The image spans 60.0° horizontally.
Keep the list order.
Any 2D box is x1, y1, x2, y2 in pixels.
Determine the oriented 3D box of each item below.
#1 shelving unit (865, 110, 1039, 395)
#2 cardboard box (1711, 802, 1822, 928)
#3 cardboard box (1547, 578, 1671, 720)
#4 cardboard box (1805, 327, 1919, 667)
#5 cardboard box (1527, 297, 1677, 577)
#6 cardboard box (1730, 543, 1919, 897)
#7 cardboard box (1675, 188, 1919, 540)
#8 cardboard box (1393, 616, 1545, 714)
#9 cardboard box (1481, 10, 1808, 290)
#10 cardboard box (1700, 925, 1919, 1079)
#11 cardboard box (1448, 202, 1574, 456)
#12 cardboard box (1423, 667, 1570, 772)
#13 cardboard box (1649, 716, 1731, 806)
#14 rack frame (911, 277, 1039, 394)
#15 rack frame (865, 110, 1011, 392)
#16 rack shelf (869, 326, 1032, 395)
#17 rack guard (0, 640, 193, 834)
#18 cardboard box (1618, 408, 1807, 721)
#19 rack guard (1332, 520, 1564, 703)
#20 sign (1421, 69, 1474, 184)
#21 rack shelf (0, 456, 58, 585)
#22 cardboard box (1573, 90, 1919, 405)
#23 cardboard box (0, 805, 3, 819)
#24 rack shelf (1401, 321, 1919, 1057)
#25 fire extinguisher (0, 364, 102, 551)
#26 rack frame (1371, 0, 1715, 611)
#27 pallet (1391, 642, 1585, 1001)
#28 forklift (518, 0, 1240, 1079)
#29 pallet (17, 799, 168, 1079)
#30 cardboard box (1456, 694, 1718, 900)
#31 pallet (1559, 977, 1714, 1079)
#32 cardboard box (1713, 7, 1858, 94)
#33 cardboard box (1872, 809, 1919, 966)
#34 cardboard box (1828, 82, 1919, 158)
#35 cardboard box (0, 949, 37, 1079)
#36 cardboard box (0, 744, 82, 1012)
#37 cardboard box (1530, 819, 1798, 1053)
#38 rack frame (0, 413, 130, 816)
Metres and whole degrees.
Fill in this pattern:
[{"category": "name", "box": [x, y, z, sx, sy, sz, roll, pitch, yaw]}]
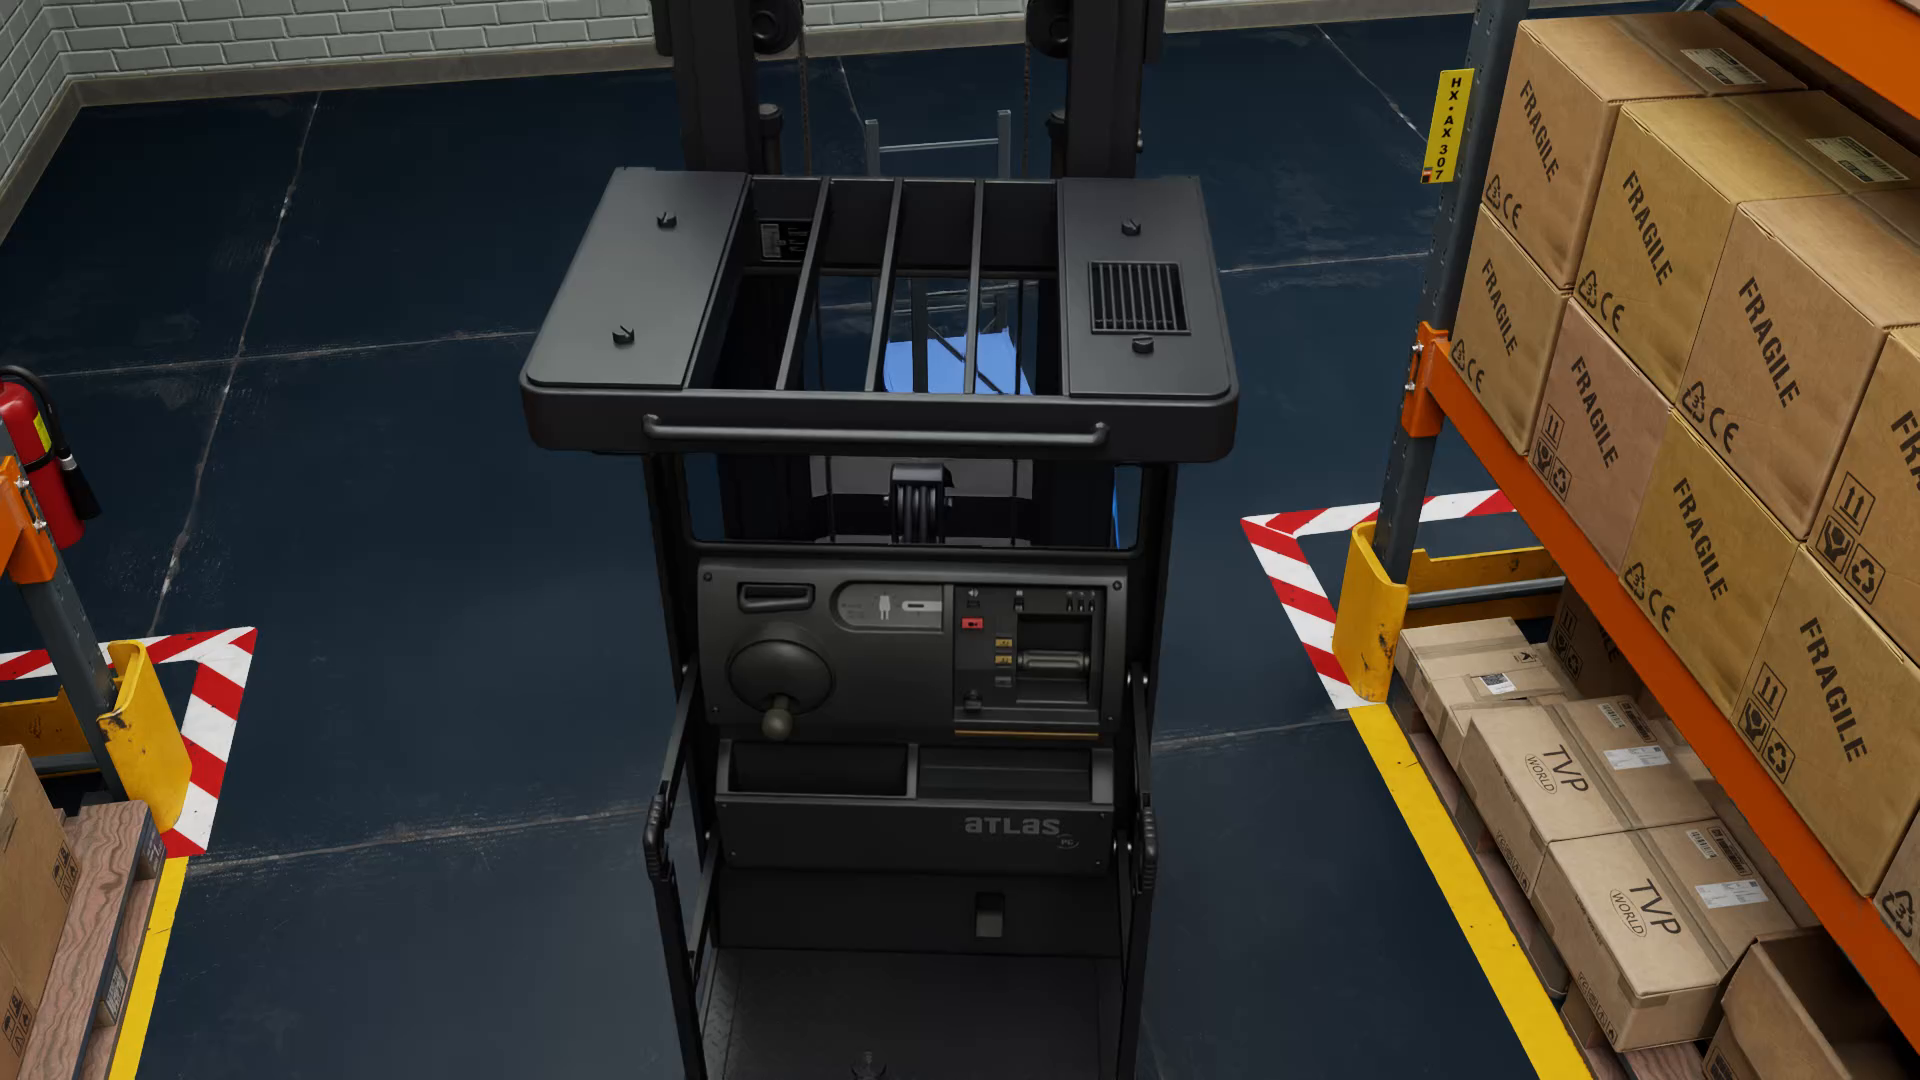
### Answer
[{"category": "shelving unit", "box": [0.015, -0.541, 5.724, 0.538, 1.500, 1.048, -6, 38, -8]}, {"category": "cardboard box", "box": [2.346, 0.944, 4.473, 0.500, 0.250, 0.500, -6, 38, -8]}, {"category": "cardboard box", "box": [2.209, 0.268, 5.139, 0.500, 0.500, 0.500, -6, 38, -8]}, {"category": "cardboard box", "box": [1.962, -0.061, 2.987, 0.500, 0.500, 0.500, -7, 38, -8]}, {"category": "cardboard box", "box": [1.785, -0.279, 4.083, 0.500, 0.500, 0.500, -7, 38, -8]}, {"category": "cardboard box", "box": [1.956, 0.326, 3.304, 0.500, 0.500, 0.500, -6, 38, -7]}, {"category": "cardboard box", "box": [1.872, -0.368, 3.382, 0.500, 0.500, 0.500, -6, 38, -7]}, {"category": "cardboard box", "box": [1.606, 0.395, 5.262, 0.380, 0.149, 0.250, -6, 38, -8]}, {"category": "cardboard box", "box": [1.690, -0.985, 4.177, 0.500, 0.500, 0.500, -5, 38, -7]}, {"category": "cardboard box", "box": [2.238, 1.247, 3.877, 0.797, 0.503, 0.637, -6, 38, -8]}, {"category": "cardboard box", "box": [1.690, -0.590, 4.483, 0.500, 0.500, 0.500, -5, 38, -7]}, {"category": "cardboard box", "box": [1.650, 0.539, 5.062, 0.380, 0.166, 0.250, -6, 38, -8]}, {"category": "cardboard box", "box": [2.192, 0.654, 4.914, 0.380, 0.166, 0.250, -6, 38, -8]}, {"category": "rack frame", "box": [0.104, -0.234, 5.328, 0.500, 1.500, 0.032, -6, 38, -8]}, {"category": "rack frame", "box": [-0.074, -0.848, 6.119, 0.500, 1.500, 0.032, -6, 38, -8]}, {"category": "rack shelf", "box": [0.015, -0.399, 5.834, 0.538, 0.185, 1.000, -6, 38, -8]}, {"category": "rack guard", "box": [-3.009, 0.660, 4.992, 1.175, 0.500, 0.348, -6, 38, -8]}, {"category": "cardboard box", "box": [1.870, 0.024, 3.692, 0.500, 0.500, 0.500, -6, 38, -8]}, {"category": "rack guard", "box": [1.885, 0.186, 5.603, 1.175, 0.500, 0.348, -6, 38, -8]}, {"category": "sign", "box": [1.337, -1.131, 4.555, 0.100, 0.325, 0.005, -6, 38, -8]}, {"category": "rack shelf", "box": [-2.654, 1.180, 2.873, 1.077, 0.370, 4.000, -6, 38, -8]}, {"category": "cardboard box", "box": [1.789, -0.670, 3.771, 0.500, 0.500, 0.500, -6, 38, -7]}, {"category": "cardboard box", "box": [-2.582, 0.723, 4.041, 0.380, 0.149, 0.250, -7, 38, -8]}, {"category": "rack shelf", "box": [2.222, 0.645, 3.561, 1.077, 0.370, 4.000, -6, 38, -8]}, {"category": "fire extinguisher", "box": [-2.577, -0.275, 4.526, 0.296, 0.674, 0.183, -6, 38, -8]}, {"category": "rack frame", "box": [1.871, -0.847, 4.896, 1.000, 3.000, 0.127, -6, 38, -8]}, {"category": "pallet", "box": [2.025, 0.781, 5.072, 1.003, 0.211, 1.213, -6, 38, -8]}, {"category": "forklift", "box": [-0.110, 0.317, 3.453, 1.130, 2.935, 3.031, 1, 38, 2]}, {"category": "pallet", "box": [-2.788, 1.264, 4.452, 1.003, 0.211, 1.213, -6, 38, -8]}, {"category": "cardboard box", "box": [1.775, 0.726, 4.753, 0.500, 0.250, 0.500, -6, 38, -8]}, {"category": "pallet", "box": [2.236, 1.517, 4.126, 1.003, 0.211, 1.213, -6, 38, -8]}, {"category": "cardboard box", "box": [2.220, -1.042, 4.250, 0.500, 0.500, 0.500, -7, 38, -8]}, {"category": "cardboard box", "box": [2.048, 0.634, 2.908, 0.500, 0.500, 0.500, -5, 38, -7]}, {"category": "cardboard box", "box": [2.310, -0.737, 3.858, 0.500, 0.500, 0.500, -5, 38, -7]}, {"category": "cardboard box", "box": [-2.696, 1.223, 3.926, 0.700, 0.500, 0.500, -6, 38, -8]}, {"category": "cardboard box", "box": [-2.784, 0.921, 4.315, 0.700, 0.500, 0.500, -6, 38, -8]}, {"category": "cardboard box", "box": [1.863, 1.028, 4.365, 0.500, 0.250, 0.500, -6, 38, -8]}, {"category": "rack frame", "box": [-3.005, -0.312, 4.207, 1.000, 3.000, 0.127, -6, 38, -8]}]
